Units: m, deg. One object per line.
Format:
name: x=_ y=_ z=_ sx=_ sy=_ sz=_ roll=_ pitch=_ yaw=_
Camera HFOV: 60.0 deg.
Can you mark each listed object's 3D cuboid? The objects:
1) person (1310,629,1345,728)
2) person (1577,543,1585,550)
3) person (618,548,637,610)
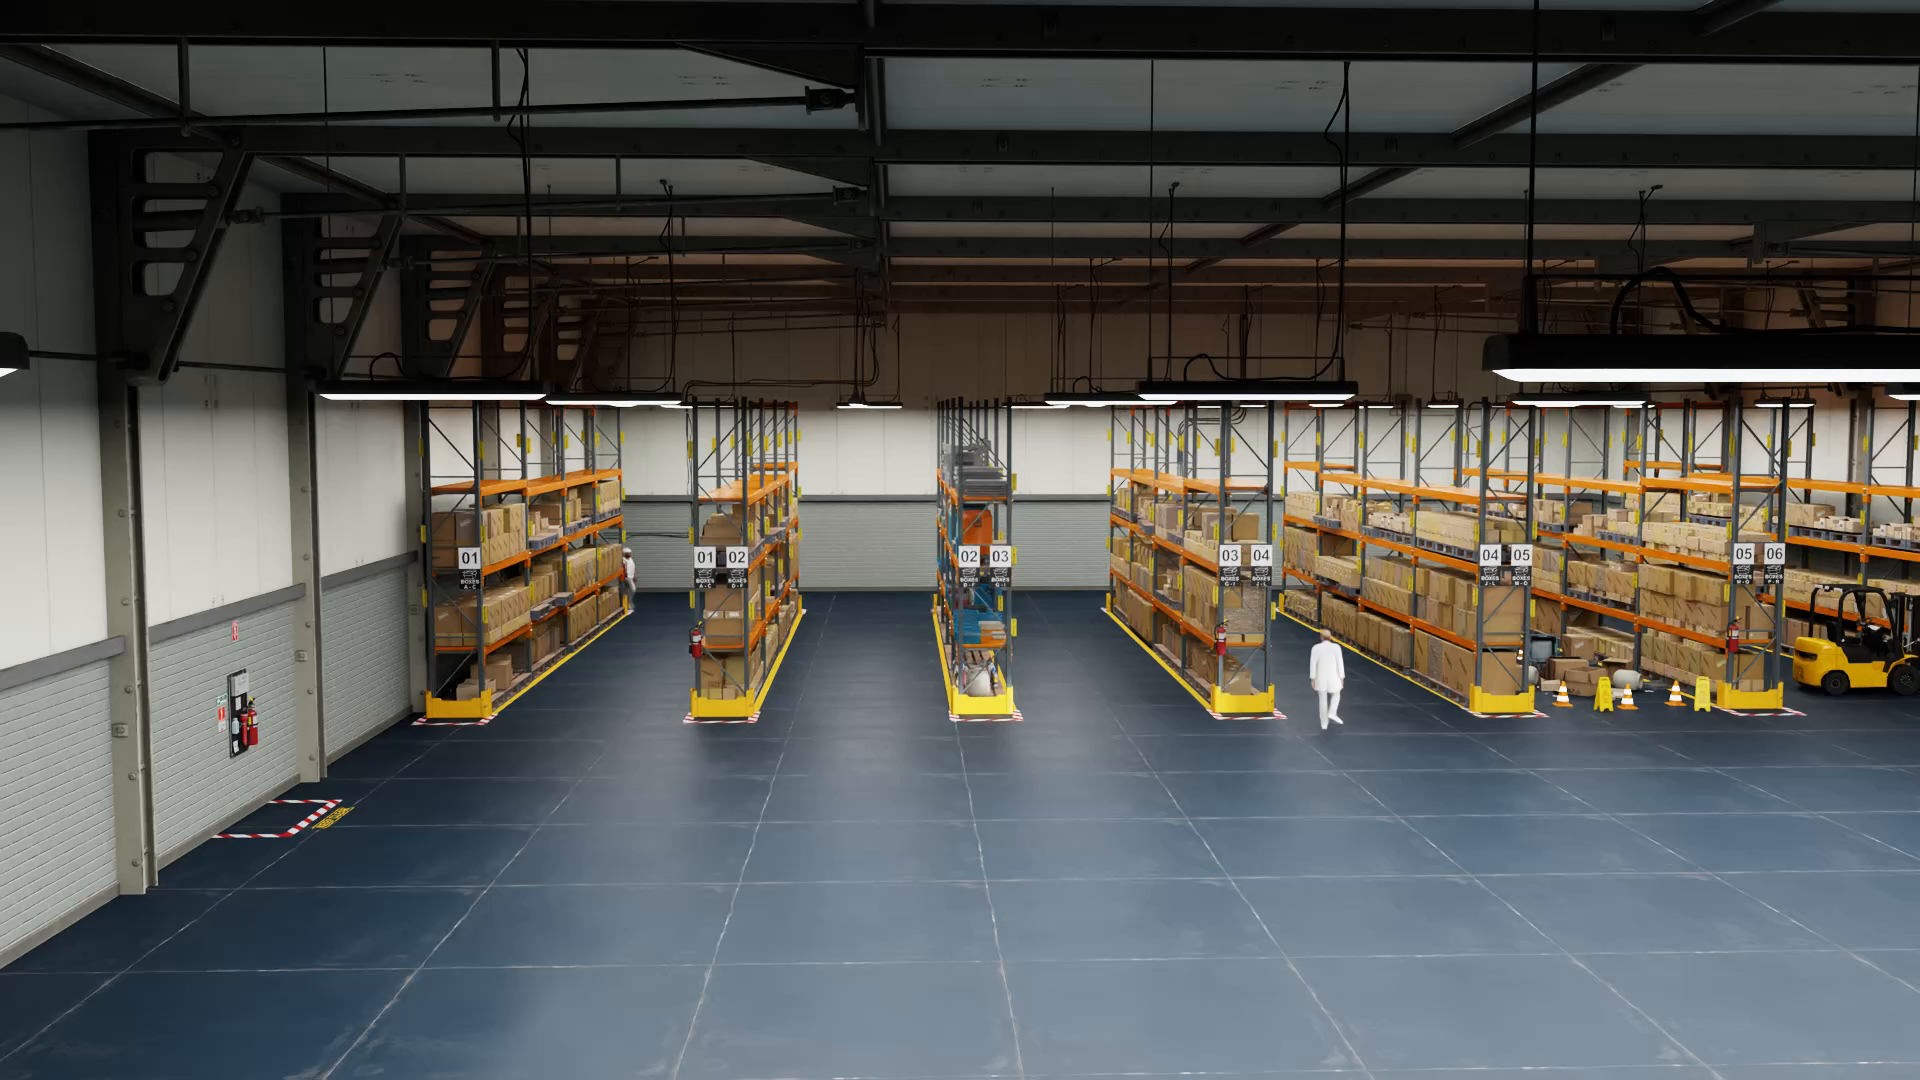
person: x=6.646 y=2.502 z=30.099 sx=0.621 sy=1.767 sz=0.533 roll=1 pitch=5 yaw=16
person: x=18.664 y=0.963 z=50.000 sx=0.630 sy=1.753 sz=0.558 roll=0 pitch=4 yaw=-6
person: x=-9.599 y=1.143 z=48.154 sx=0.541 sy=1.830 sz=0.586 roll=1 pitch=4 yaw=9
